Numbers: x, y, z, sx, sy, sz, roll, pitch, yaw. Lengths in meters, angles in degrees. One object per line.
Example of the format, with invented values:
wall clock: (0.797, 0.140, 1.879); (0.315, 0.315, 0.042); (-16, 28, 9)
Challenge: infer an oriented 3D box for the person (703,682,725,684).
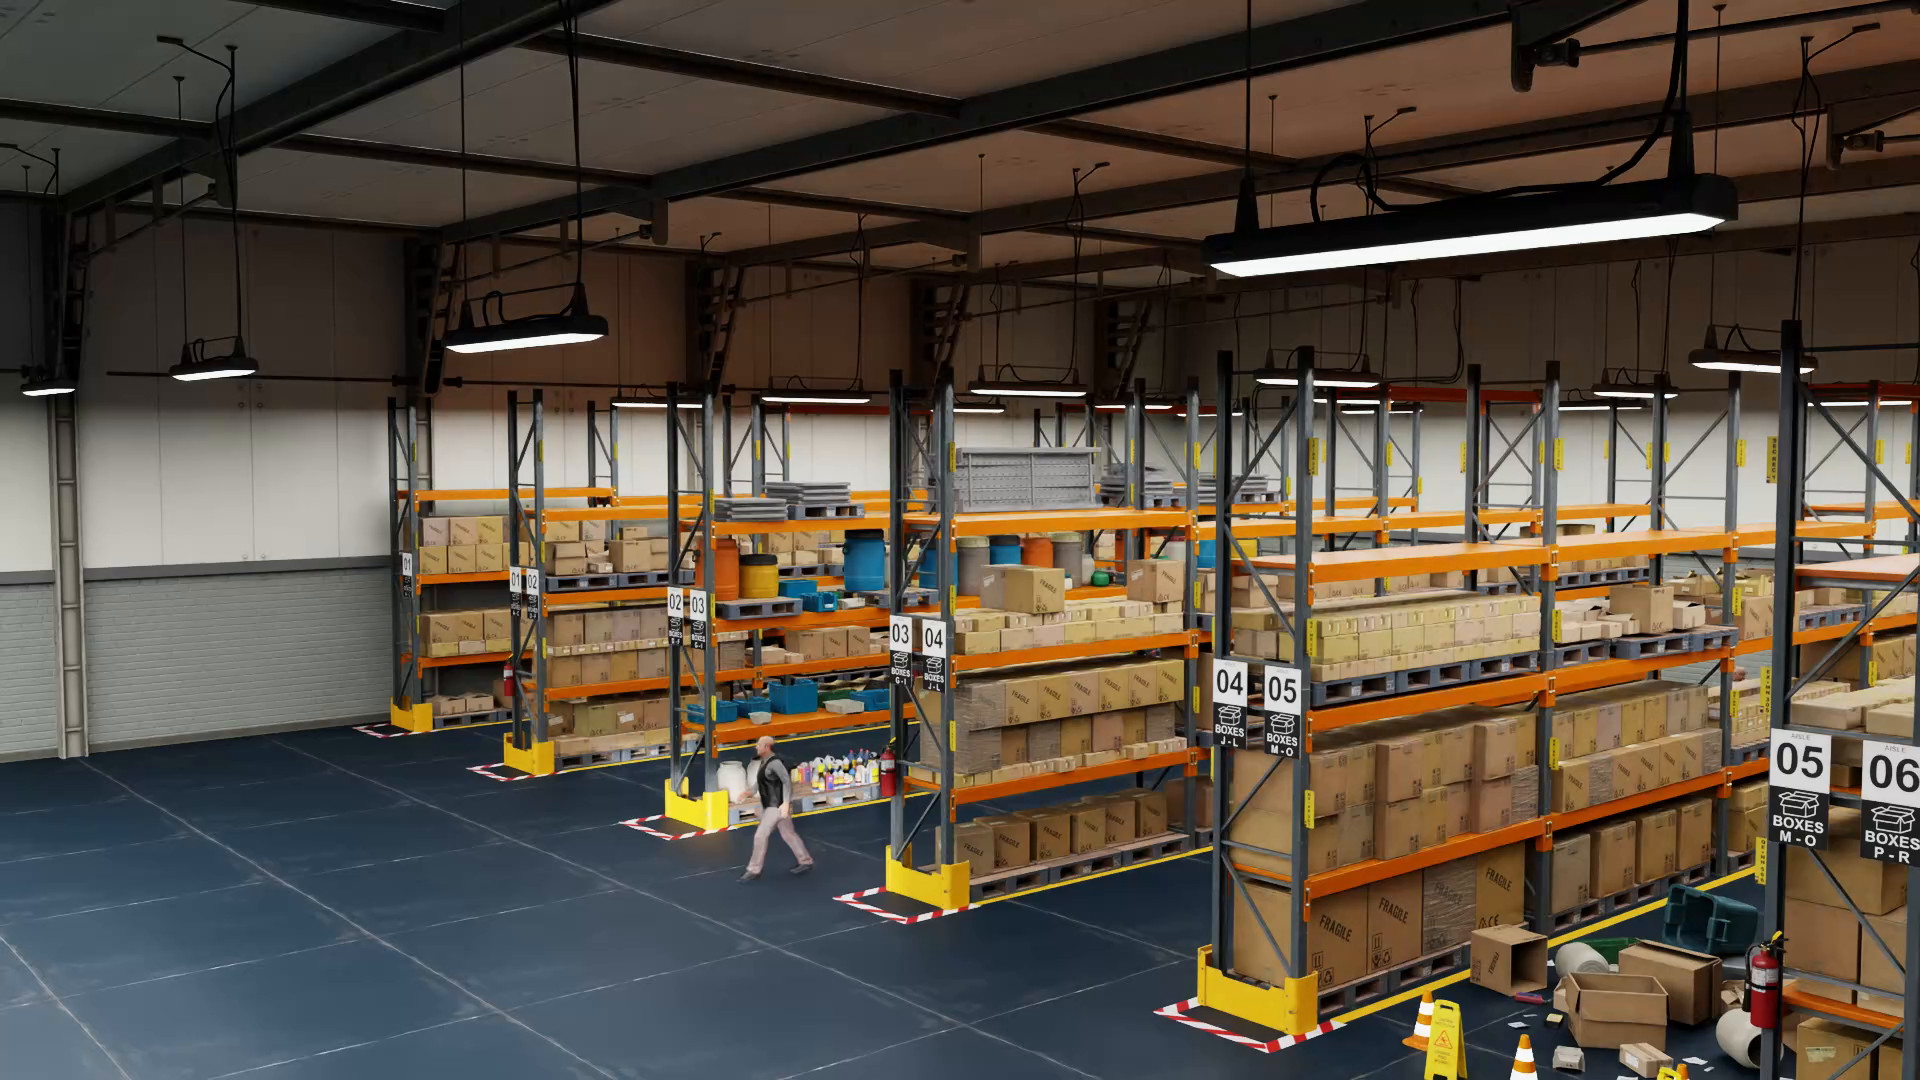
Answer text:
person: (-4.663, 2.486, 30.962); (0.632, 1.782, 0.808); (2, 4, 25)

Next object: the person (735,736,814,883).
person: (-2.215, 3.173, 19.780); (0.947, 1.693, 0.628); (-1, 3, -10)

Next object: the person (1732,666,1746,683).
person: (12.366, 2.808, 26.094); (0.639, 1.684, 0.752); (-2, 4, -32)

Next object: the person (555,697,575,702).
person: (-6.892, 2.616, 28.544); (0.588, 1.808, 0.542); (2, 4, 34)
